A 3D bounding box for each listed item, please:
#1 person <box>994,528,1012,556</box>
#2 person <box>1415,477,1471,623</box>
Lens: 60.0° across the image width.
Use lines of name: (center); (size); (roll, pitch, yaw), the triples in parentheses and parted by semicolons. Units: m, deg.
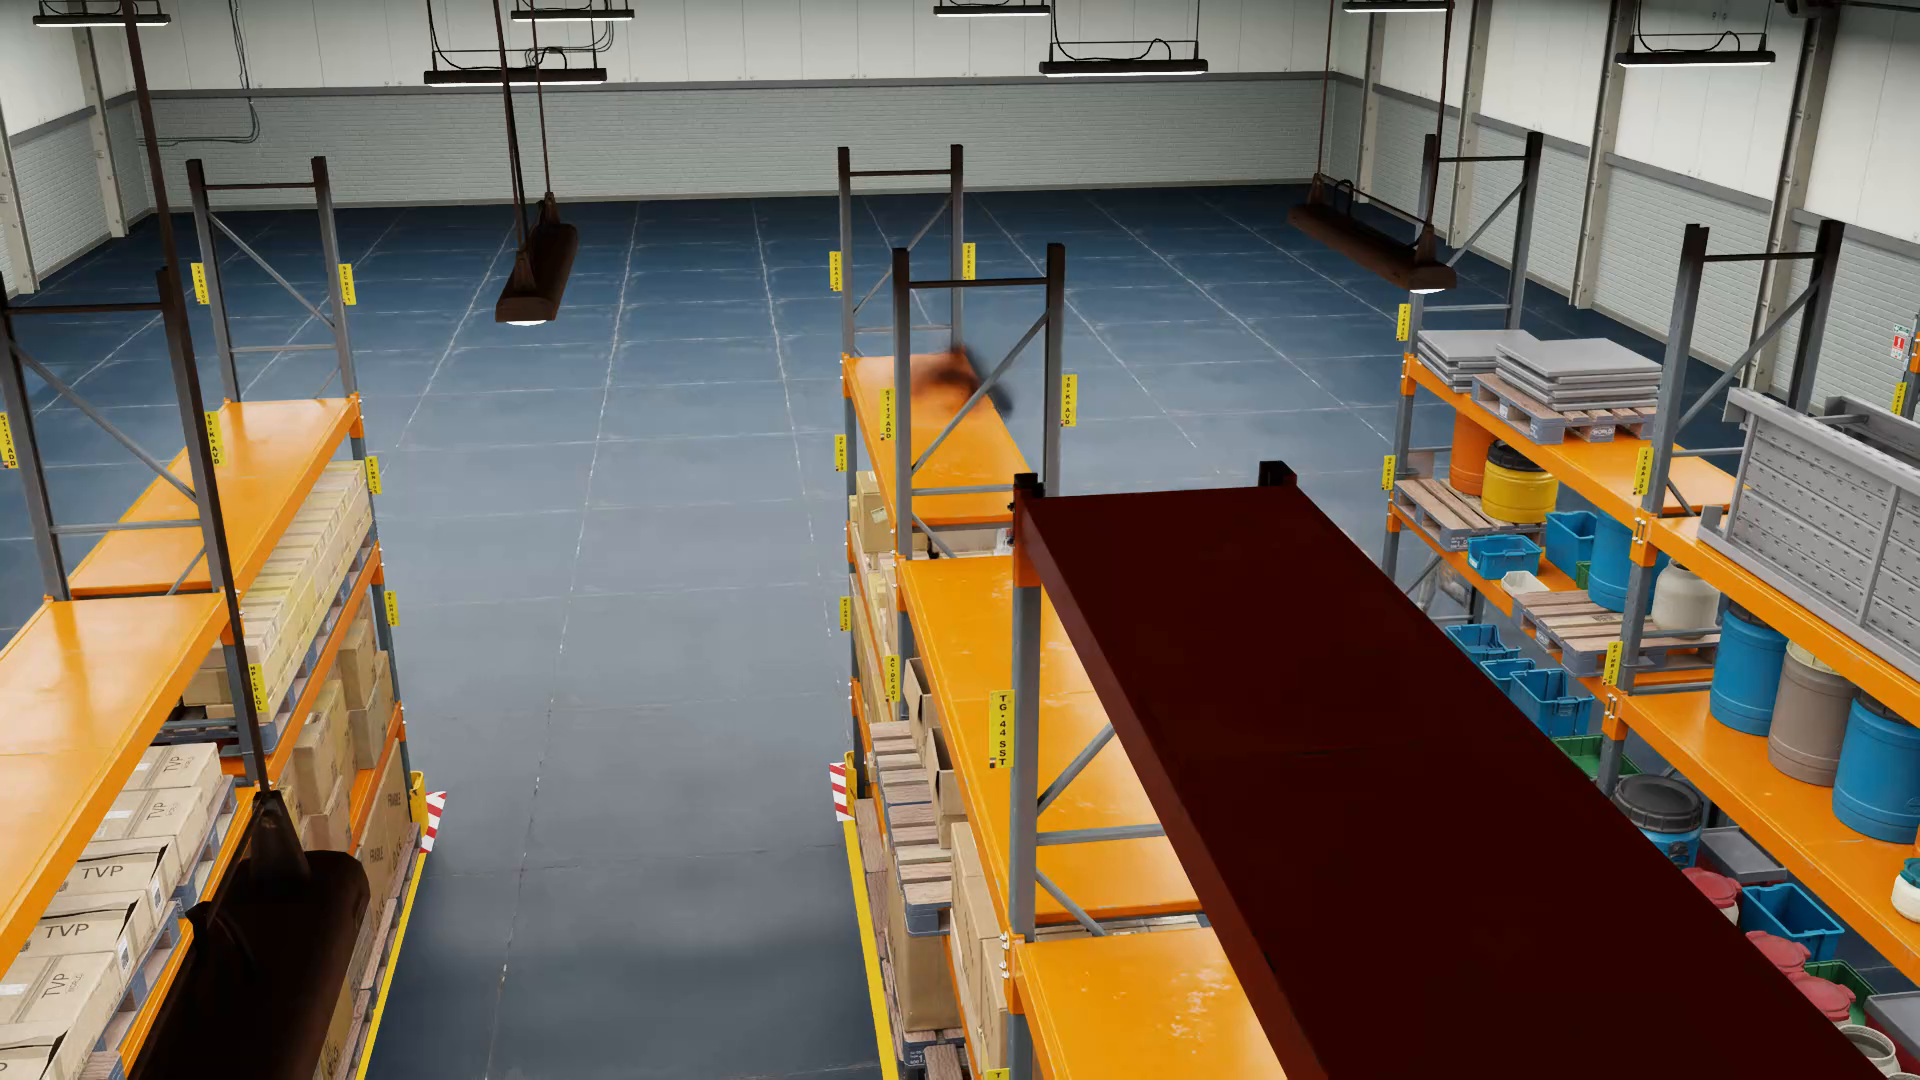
person: (0.425, 0.186, 18.799); (0.724, 1.747, 0.677); (10, 24, 24)
person: (5.545, 0.112, 18.923); (0.900, 1.760, 0.718); (6, 22, 15)
